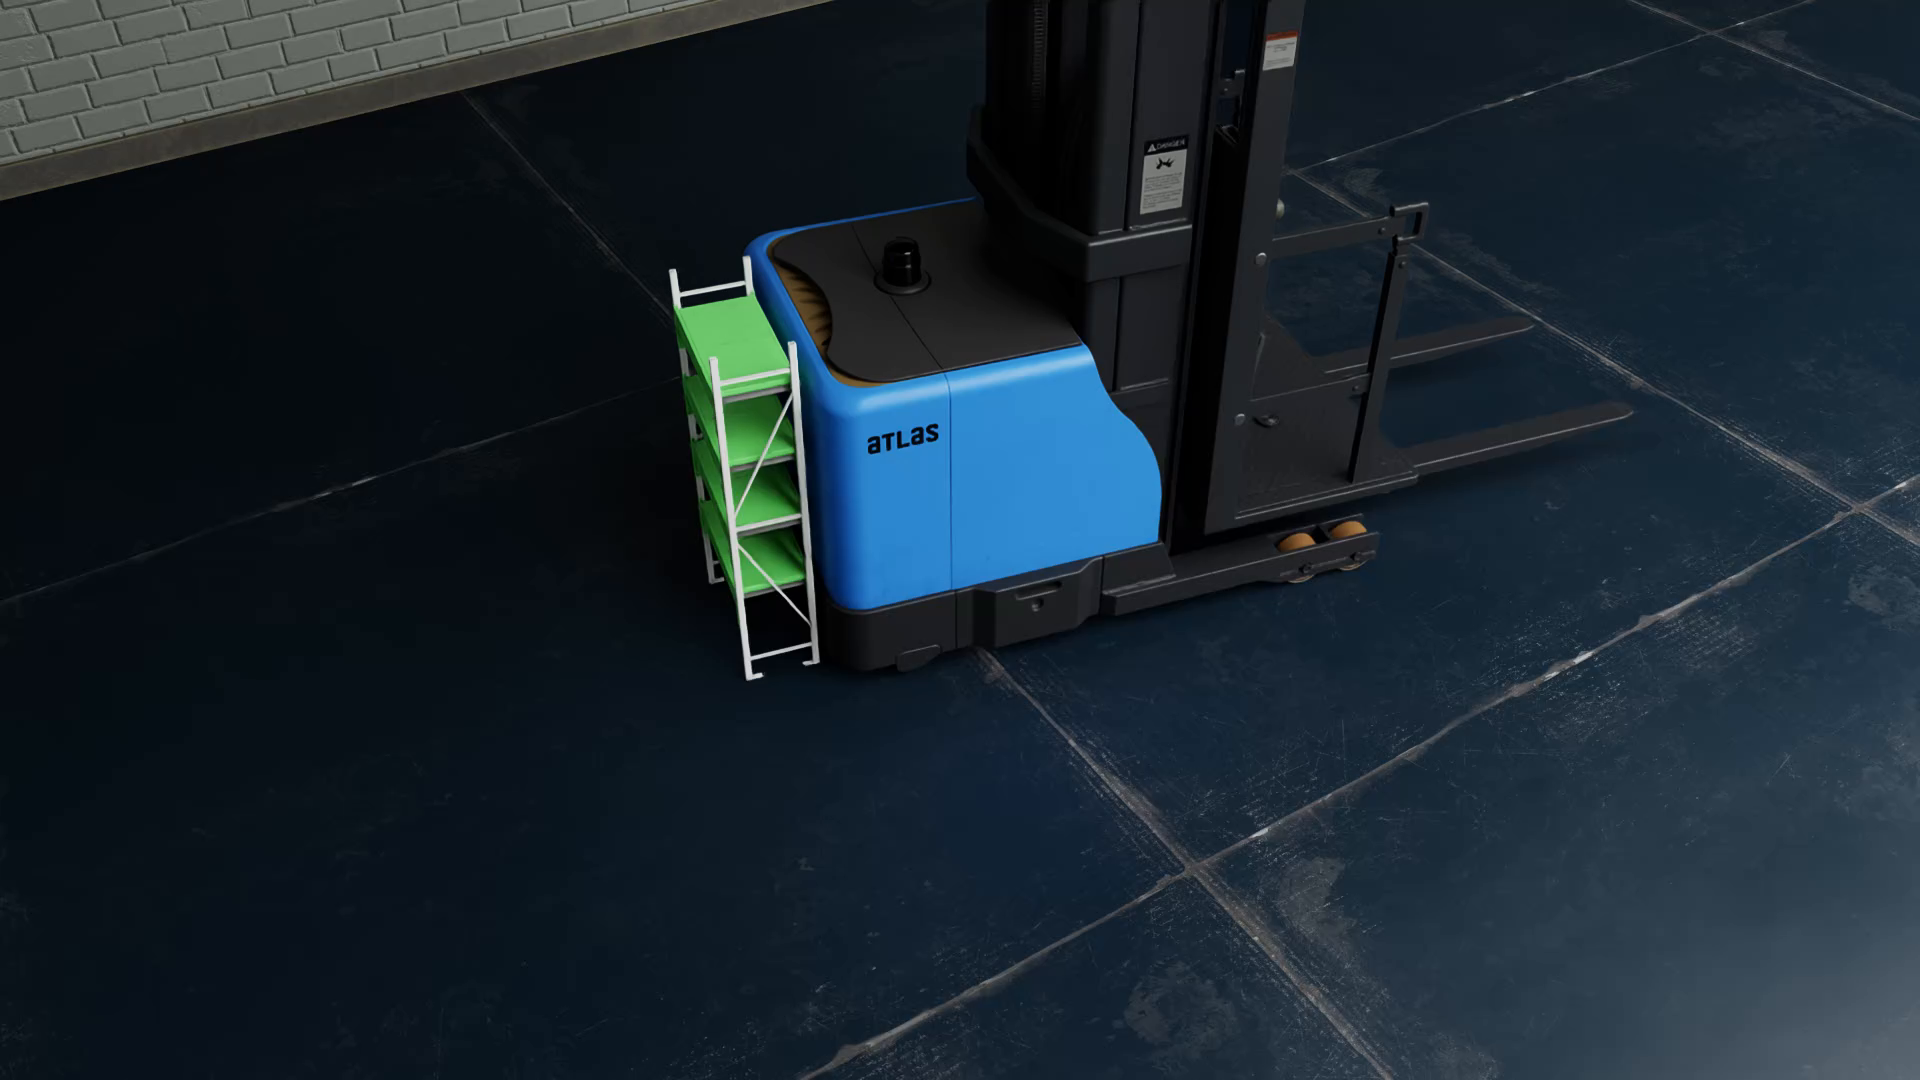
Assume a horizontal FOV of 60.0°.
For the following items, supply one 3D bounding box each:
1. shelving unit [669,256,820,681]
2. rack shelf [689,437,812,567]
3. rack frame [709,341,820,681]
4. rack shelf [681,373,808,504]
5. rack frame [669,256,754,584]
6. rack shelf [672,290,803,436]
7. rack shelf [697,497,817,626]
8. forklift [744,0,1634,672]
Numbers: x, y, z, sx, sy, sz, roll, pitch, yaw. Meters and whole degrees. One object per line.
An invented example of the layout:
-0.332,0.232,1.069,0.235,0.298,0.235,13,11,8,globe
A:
-0.644,-0.196,5.048,0.258,1.200,0.503,-13,42,-15,shelving unit
-0.644,-0.147,5.089,0.258,0.148,0.480,-13,42,-15,rack shelf
-0.560,-0.050,4.872,0.240,1.200,0.015,-13,42,-15,rack frame
-0.644,-0.332,4.936,0.258,0.148,0.480,-13,42,-15,rack shelf
-0.728,-0.343,5.224,0.240,1.200,0.015,-13,42,-15,rack frame
-0.644,-0.516,4.782,0.258,0.148,0.480,-13,42,-15,rack shelf
-0.644,0.037,5.243,0.258,0.148,0.480,-13,42,-15,rack shelf
0.879,-1.288,5.006,3.031,2.935,1.130,-13,42,-15,forklift
